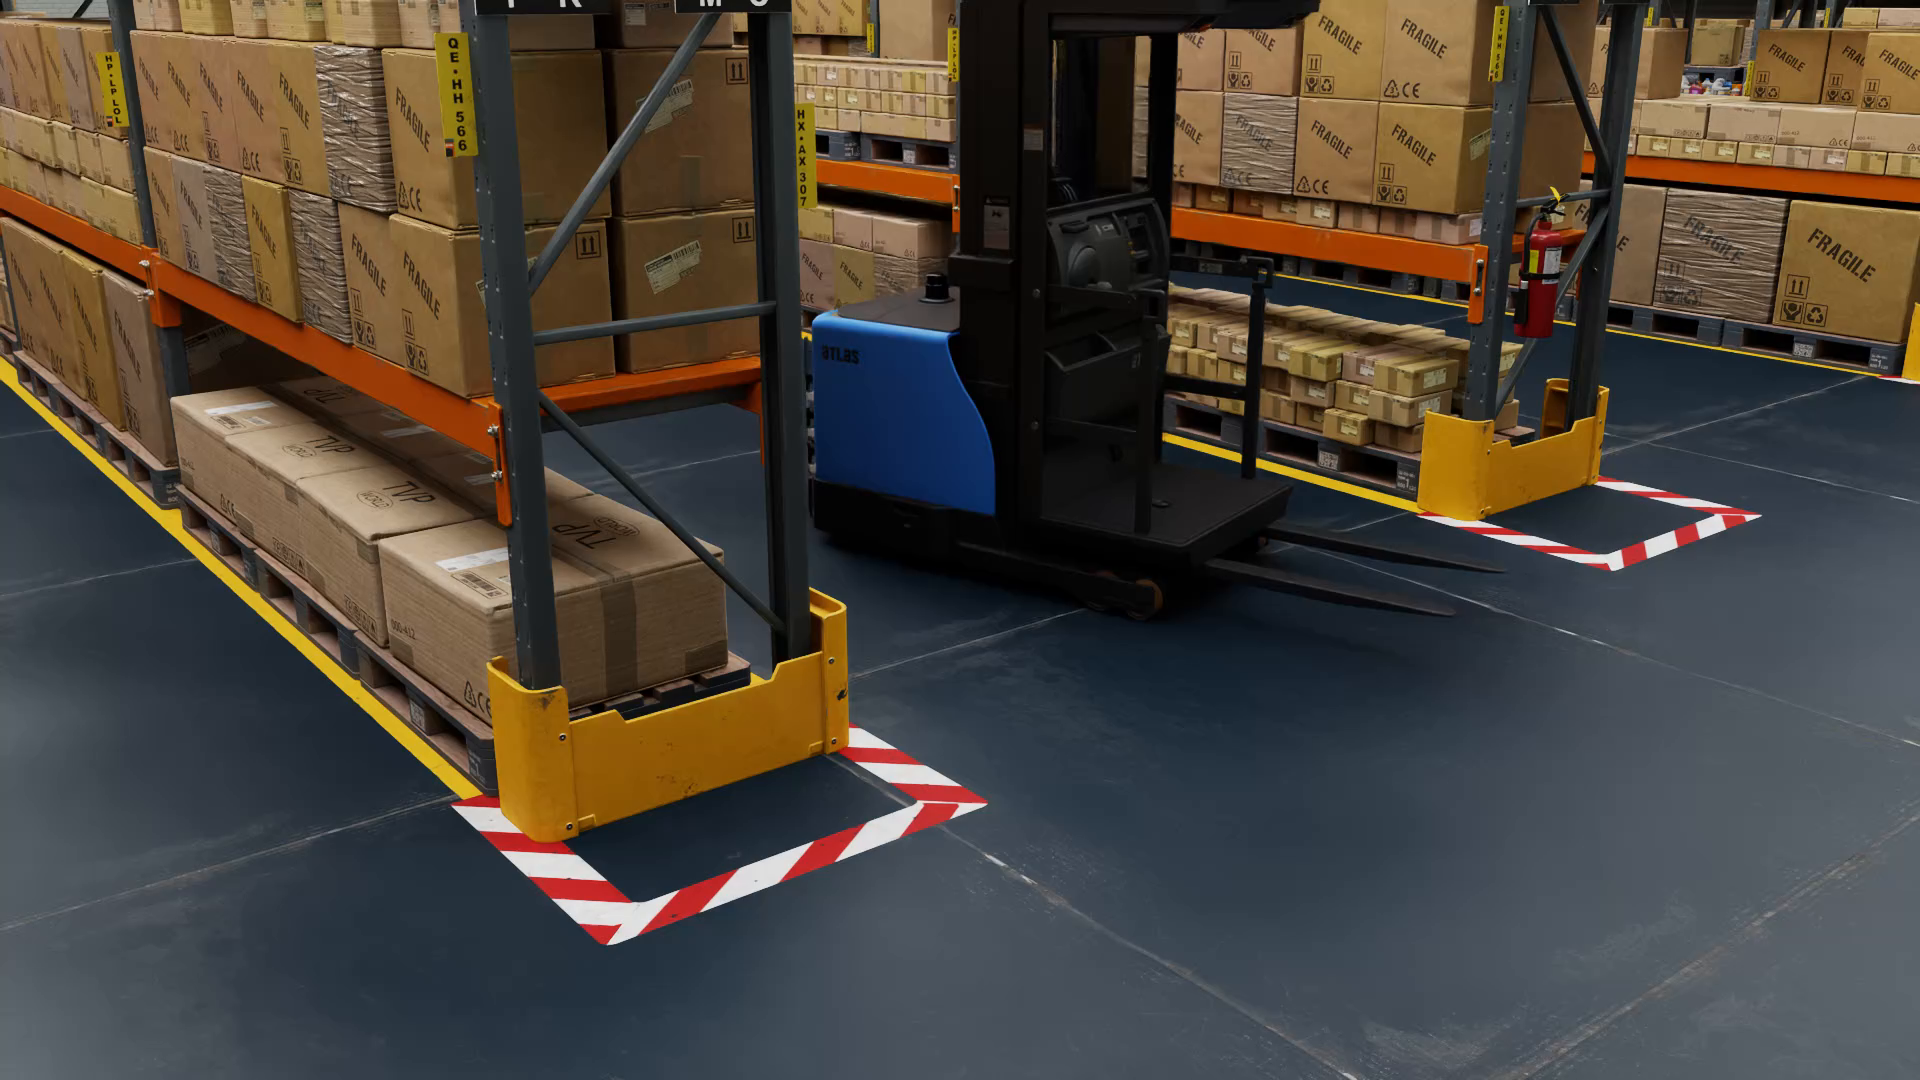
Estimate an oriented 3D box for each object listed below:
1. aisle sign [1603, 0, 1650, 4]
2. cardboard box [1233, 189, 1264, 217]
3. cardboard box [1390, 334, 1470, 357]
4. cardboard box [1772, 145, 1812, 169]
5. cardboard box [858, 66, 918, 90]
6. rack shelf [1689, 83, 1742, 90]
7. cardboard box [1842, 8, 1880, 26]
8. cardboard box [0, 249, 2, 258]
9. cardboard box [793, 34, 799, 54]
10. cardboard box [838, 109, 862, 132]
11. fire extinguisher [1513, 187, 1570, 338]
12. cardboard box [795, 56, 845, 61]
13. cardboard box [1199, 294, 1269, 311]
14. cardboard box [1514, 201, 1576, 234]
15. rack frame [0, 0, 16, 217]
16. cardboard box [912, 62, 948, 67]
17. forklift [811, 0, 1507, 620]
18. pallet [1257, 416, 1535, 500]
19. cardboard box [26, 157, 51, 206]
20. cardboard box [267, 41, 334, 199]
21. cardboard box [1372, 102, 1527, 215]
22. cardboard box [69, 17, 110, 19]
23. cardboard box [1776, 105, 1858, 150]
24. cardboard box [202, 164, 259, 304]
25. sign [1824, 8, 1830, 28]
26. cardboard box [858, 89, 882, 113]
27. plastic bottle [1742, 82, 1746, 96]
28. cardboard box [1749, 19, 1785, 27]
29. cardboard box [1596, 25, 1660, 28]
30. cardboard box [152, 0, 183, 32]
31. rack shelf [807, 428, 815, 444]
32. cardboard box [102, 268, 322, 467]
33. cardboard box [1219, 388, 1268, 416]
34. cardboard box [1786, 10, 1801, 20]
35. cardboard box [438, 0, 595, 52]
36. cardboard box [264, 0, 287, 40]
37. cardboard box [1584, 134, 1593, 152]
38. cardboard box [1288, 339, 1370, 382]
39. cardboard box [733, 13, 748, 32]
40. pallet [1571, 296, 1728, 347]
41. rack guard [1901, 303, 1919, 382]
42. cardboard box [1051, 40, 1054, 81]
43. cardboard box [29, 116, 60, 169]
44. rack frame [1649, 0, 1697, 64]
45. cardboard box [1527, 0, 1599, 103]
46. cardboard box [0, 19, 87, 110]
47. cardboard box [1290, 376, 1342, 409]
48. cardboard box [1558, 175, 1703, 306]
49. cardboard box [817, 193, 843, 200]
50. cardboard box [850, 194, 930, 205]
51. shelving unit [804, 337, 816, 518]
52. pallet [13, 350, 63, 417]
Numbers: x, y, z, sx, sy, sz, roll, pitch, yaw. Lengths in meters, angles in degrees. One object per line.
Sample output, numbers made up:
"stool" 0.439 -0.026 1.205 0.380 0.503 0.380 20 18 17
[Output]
"aisle sign" 3.163 -2.918 7.769 0.394 0.787 0.004 -14 23 -36
"cardboard box" 1.728 -1.884 9.181 0.380 0.149 0.250 -15 24 -38
"cardboard box" 2.558 -1.012 9.068 0.380 0.149 0.250 -13 23 -35
"cardboard box" 5.881 -2.679 11.581 0.380 0.149 0.250 -13 23 -35
"cardboard box" -0.493 -3.247 11.683 0.380 0.149 0.250 -14 23 -36
"rack shelf" 10.876 -5.656 21.317 1.077 0.370 4.000 -14 23 -36
"cardboard box" 13.612 -7.843 24.920 0.500 0.250 0.500 -13 23 -35
"cardboard box" -7.176 -2.085 12.901 0.950 0.372 0.625 -13 22 -34
"cardboard box" -1.799 -6.220 21.244 0.875 0.500 0.500 -14 23 -36
"cardboard box" -0.651 -3.024 11.954 0.380 0.149 0.250 -15 24 -38
"fire extinguisher" 2.677 -1.278 7.666 0.296 0.674 0.183 -14 23 -36
"cardboard box" -1.104 -3.819 13.410 0.380 0.149 0.250 -13 22 -34
"cardboard box" 1.691 -1.414 10.281 0.380 0.149 0.250 -15 24 -38
"cardboard box" 2.938 -1.668 8.529 0.380 0.149 0.250 -14 23 -37
"rack frame" -8.386 -3.610 13.992 1.000 3.000 0.127 -14 23 -36
"cardboard box" -0.133 -3.435 12.249 0.380 0.149 0.250 -14 23 -37
"forklift" 0.810 -1.251 6.976 3.031 2.935 1.130 12 22 33
"pallet" 2.359 -0.546 9.175 1.003 0.211 1.213 -14 23 -36
"cardboard box" -5.142 -2.130 9.761 0.500 0.250 0.500 -13 22 -34
"cardboard box" -2.073 -1.493 5.849 0.500 0.500 0.500 -14 23 -36
"cardboard box" 2.402 -1.893 8.175 0.500 0.500 0.500 -13 23 -35
"cardboard box" -5.376 -3.070 10.612 0.500 0.500 0.500 -15 23 -38
"cardboard box" 6.010 -2.850 11.462 0.500 0.250 0.500 -14 23 -37
"cardboard box" -2.720 -1.271 6.769 0.500 0.500 0.500 -14 23 -36
"sign" 13.095 -7.862 25.119 0.100 0.325 0.005 -14 23 -36
"cardboard box" -0.493 -3.103 11.720 0.380 0.149 0.250 -15 23 -38
"plastic bottle" 8.243 -4.676 17.290 0.144 0.351 0.185 -14 23 -36
"cardboard box" 12.847 -7.961 26.274 0.700 0.500 0.500 -17 25 -41
"cardboard box" 5.153 -3.813 13.179 0.500 0.500 0.500 -14 23 -36
"cardboard box" -3.254 -2.280 7.195 0.380 0.149 0.250 -14 23 -35
"rack shelf" -0.588 -0.518 8.101 0.200 0.077 0.258 12 22 33
"cardboard box" -3.866 -0.966 8.721 0.875 0.875 0.875 -13 22 -34
"cardboard box" 1.685 -0.813 9.414 0.380 0.149 0.250 -15 24 -38
"cardboard box" 13.066 -8.178 25.898 0.250 0.149 0.380 16 24 39
"cardboard box" -1.315 -1.532 4.936 0.380 0.149 0.250 -14 23 -35
"cardboard box" -2.298 -1.904 6.060 0.380 0.149 0.250 -13 22 -34
"cardboard box" 4.923 -3.059 12.727 0.380 0.149 0.250 -14 23 -37
"cardboard box" 1.984 -0.965 8.927 0.380 0.149 0.250 -15 23 -37
"cardboard box" -2.668 -6.880 21.644 0.500 0.500 0.500 -14 23 -36
"pallet" 5.522 -1.745 12.798 1.003 0.211 1.213 -14 23 -36
"rack guard" 6.848 -1.394 11.278 1.175 0.500 0.348 -14 23 -36
"cardboard box" 0.822 -3.009 9.956 0.500 0.500 0.500 -15 23 -38
"cardboard box" -4.857 -2.237 9.289 0.500 0.250 0.500 -13 23 -35
"rack frame" 9.634 -6.491 22.692 1.000 3.000 0.127 -14 23 -36
"cardboard box" 2.812 -2.470 8.326 0.500 0.500 0.500 -14 23 -36
"cardboard box" -5.472 -2.857 9.968 0.500 0.500 0.500 -14 23 -36
"cardboard box" 2.007 -0.833 9.000 0.380 0.149 0.250 -15 24 -38
"cardboard box" 5.256 -2.363 12.940 0.875 0.875 0.875 -14 23 -36
"cardboard box" -1.234 -2.517 12.808 0.500 0.250 0.500 -14 23 -36
"cardboard box" -0.499 -2.489 12.723 0.500 0.250 0.500 -13 22 -34
"shelving unit" -0.588 -0.550 8.091 0.210 0.900 0.258 12 22 33
"pallet" -5.472 -1.091 10.822 1.003 0.211 1.213 -14 23 -36
